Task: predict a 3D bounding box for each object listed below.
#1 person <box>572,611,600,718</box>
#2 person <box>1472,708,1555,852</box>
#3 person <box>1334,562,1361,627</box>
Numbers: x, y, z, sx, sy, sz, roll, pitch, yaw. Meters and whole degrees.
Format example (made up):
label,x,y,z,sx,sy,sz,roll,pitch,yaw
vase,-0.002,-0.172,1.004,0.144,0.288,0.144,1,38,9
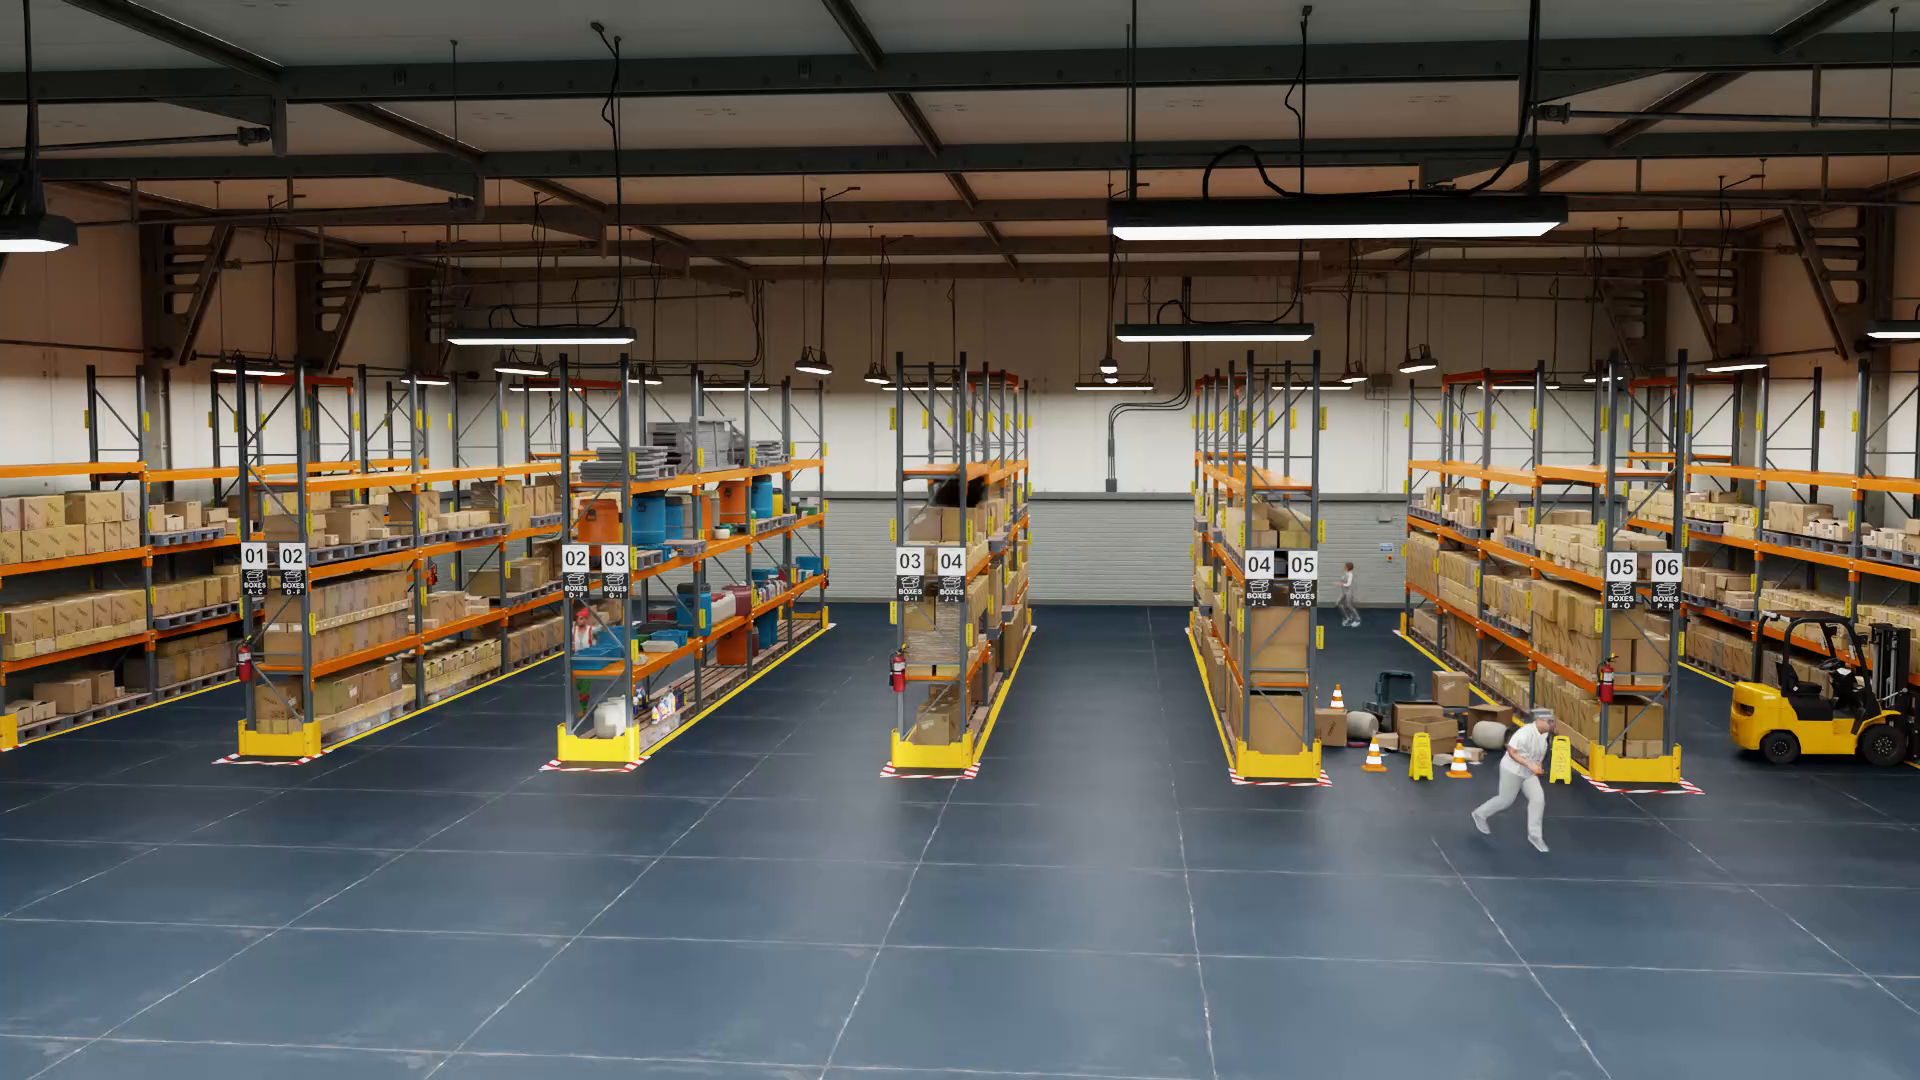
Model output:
label,x,y,z,sx,sy,sz,roll,pitch,yaw
person,-6.413,2.095,28.462,0.667,1.786,0.956,0,4,5
person,6.575,2.791,19.755,0.703,1.720,1.023,-4,6,-43
person,9.434,1.325,40.497,0.671,1.604,0.505,-1,4,-7
